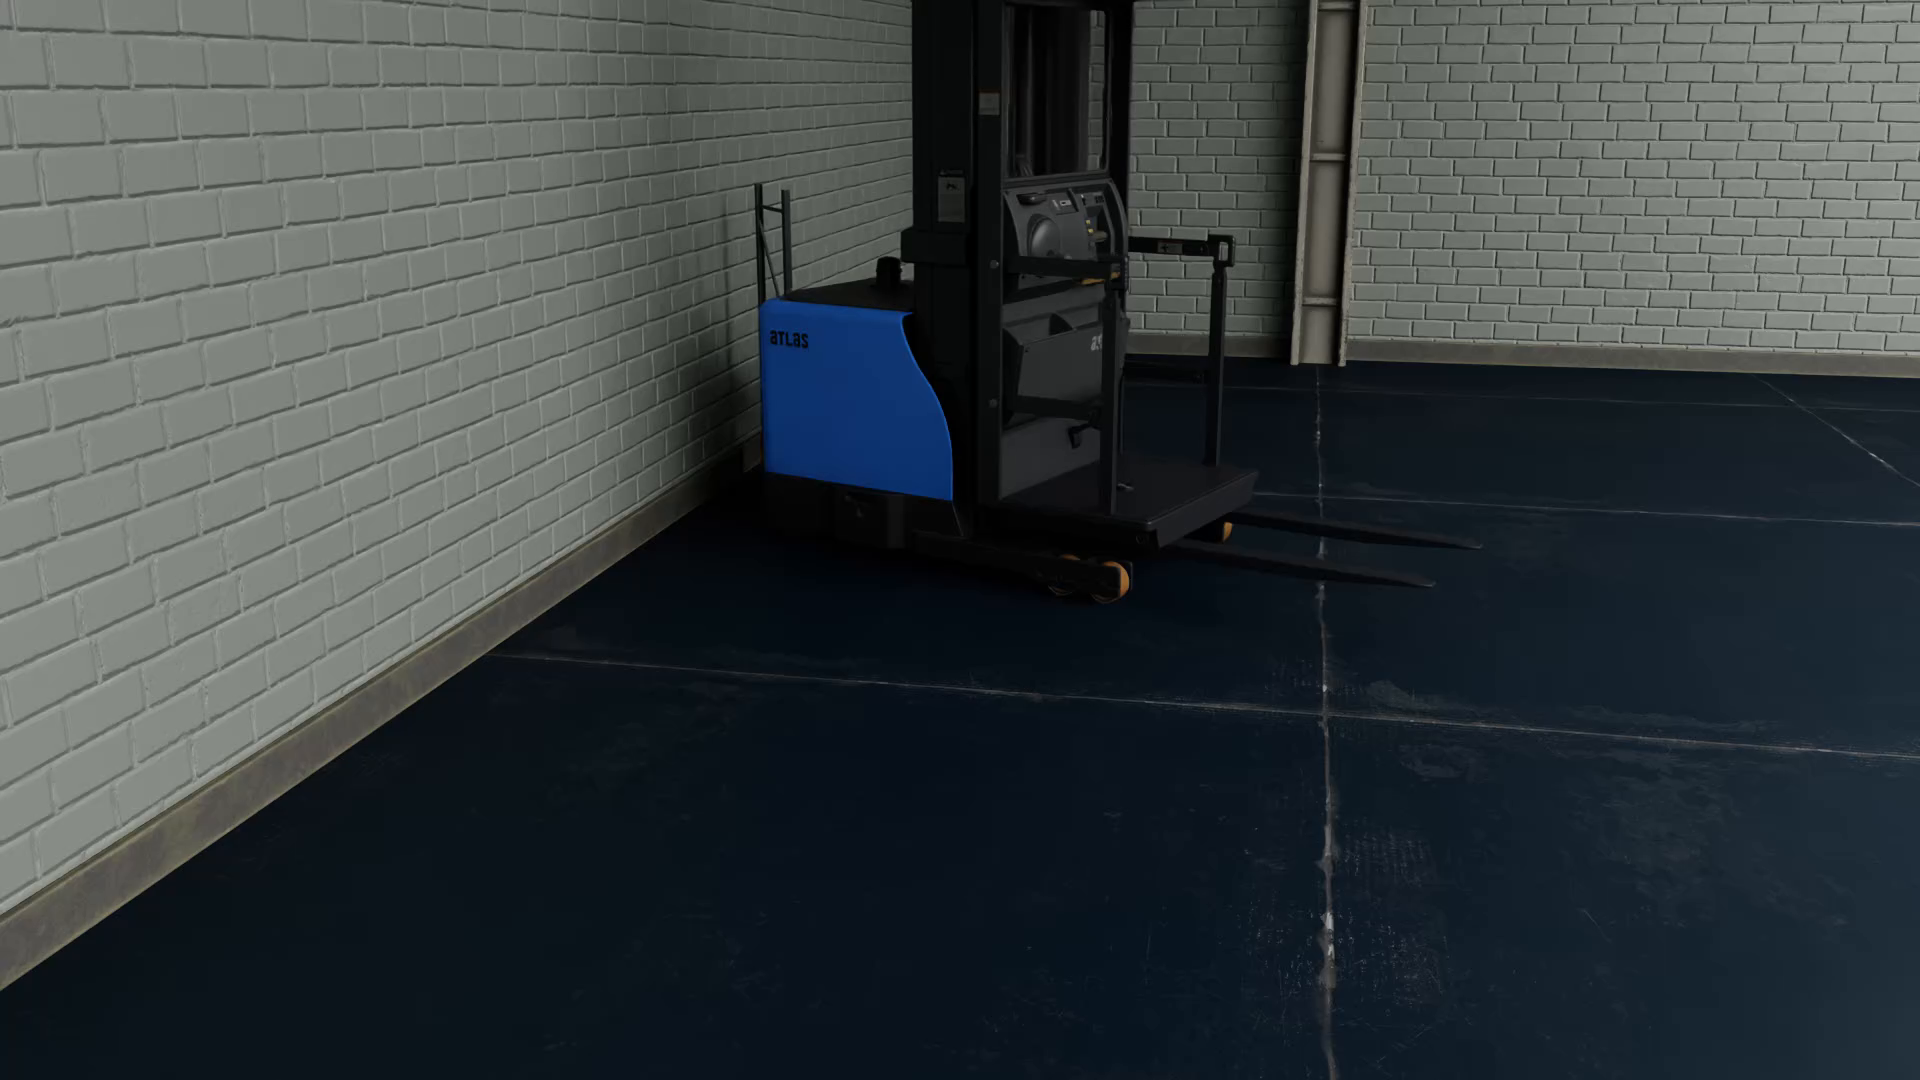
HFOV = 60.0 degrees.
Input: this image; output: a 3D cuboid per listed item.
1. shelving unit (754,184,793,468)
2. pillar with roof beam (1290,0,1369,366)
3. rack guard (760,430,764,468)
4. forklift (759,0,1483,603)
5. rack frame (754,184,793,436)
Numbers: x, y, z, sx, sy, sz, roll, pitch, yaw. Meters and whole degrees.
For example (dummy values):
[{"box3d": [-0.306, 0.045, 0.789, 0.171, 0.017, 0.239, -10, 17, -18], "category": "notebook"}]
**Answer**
[{"box3d": [-0.432, -1.035, 8.419, 1.083, 1.500, 0.587, -6, 17, -22], "category": "shelving unit"}, {"box3d": [1.768, -4.519, 6.949, 0.400, 9.000, 9.100, 3, 16, 11], "category": "pillar with roof beam"}, {"box3d": [-0.891, -0.381, 8.399, 0.087, 0.250, 0.587, -6, 17, -22], "category": "rack guard"}, {"box3d": [0.620, -1.323, 6.777, 3.031, 2.935, 1.130, 10, 18, 31], "category": "forklift"}, {"box3d": [-0.909, -0.981, 8.225, 0.032, 1.500, 0.500, -6, 17, -22], "category": "rack frame"}]
